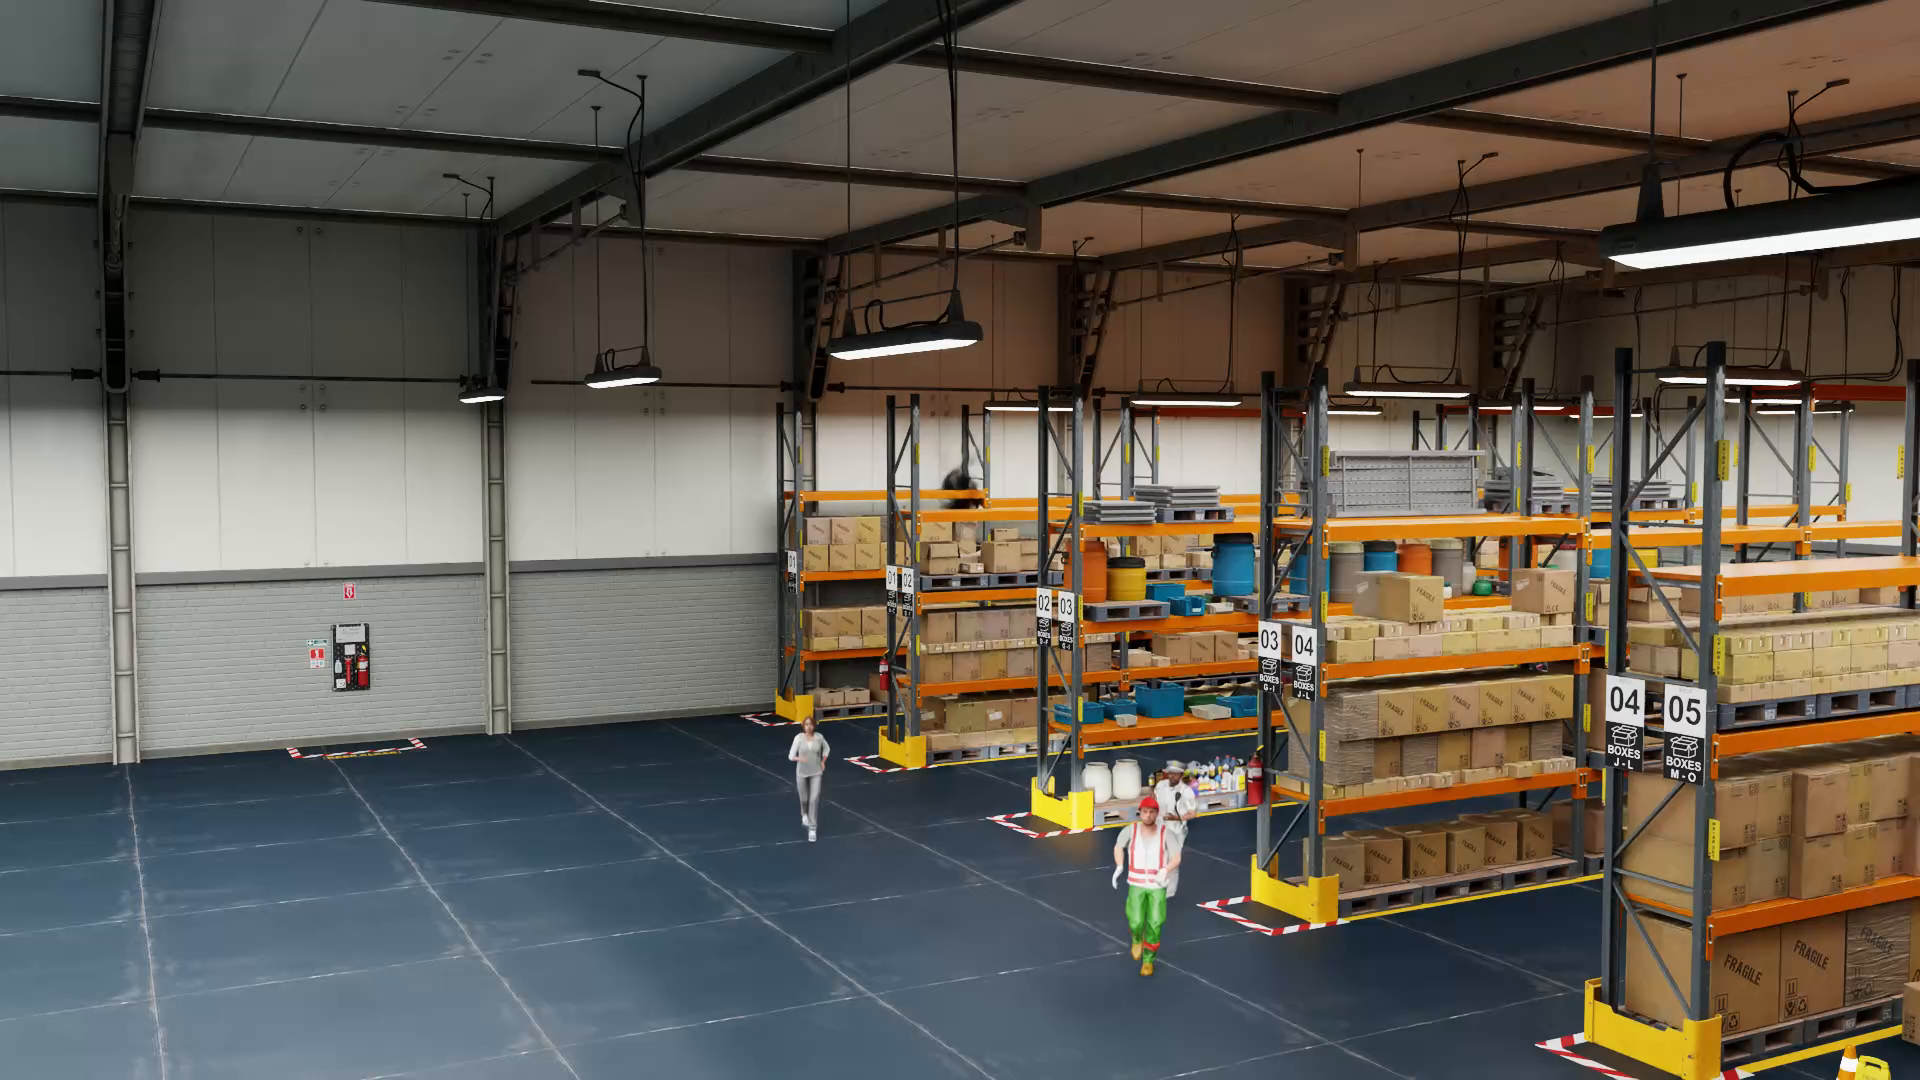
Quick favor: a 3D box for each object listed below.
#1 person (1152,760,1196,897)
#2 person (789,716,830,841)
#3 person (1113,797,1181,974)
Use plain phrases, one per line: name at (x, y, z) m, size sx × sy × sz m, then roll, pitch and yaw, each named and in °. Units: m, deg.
person at (2.362, 3.293, 18.633) m, size 0.635 × 1.731 × 0.758 m, roll 2°, pitch 4°, yaw 25°
person at (-1.980, 3.096, 21.868) m, size 0.545 × 1.580 × 0.873 m, roll 0°, pitch 3°, yaw -6°
person at (1.822, 3.375, 16.228) m, size 0.668 × 1.743 × 0.594 m, roll 0°, pitch 3°, yaw 8°
